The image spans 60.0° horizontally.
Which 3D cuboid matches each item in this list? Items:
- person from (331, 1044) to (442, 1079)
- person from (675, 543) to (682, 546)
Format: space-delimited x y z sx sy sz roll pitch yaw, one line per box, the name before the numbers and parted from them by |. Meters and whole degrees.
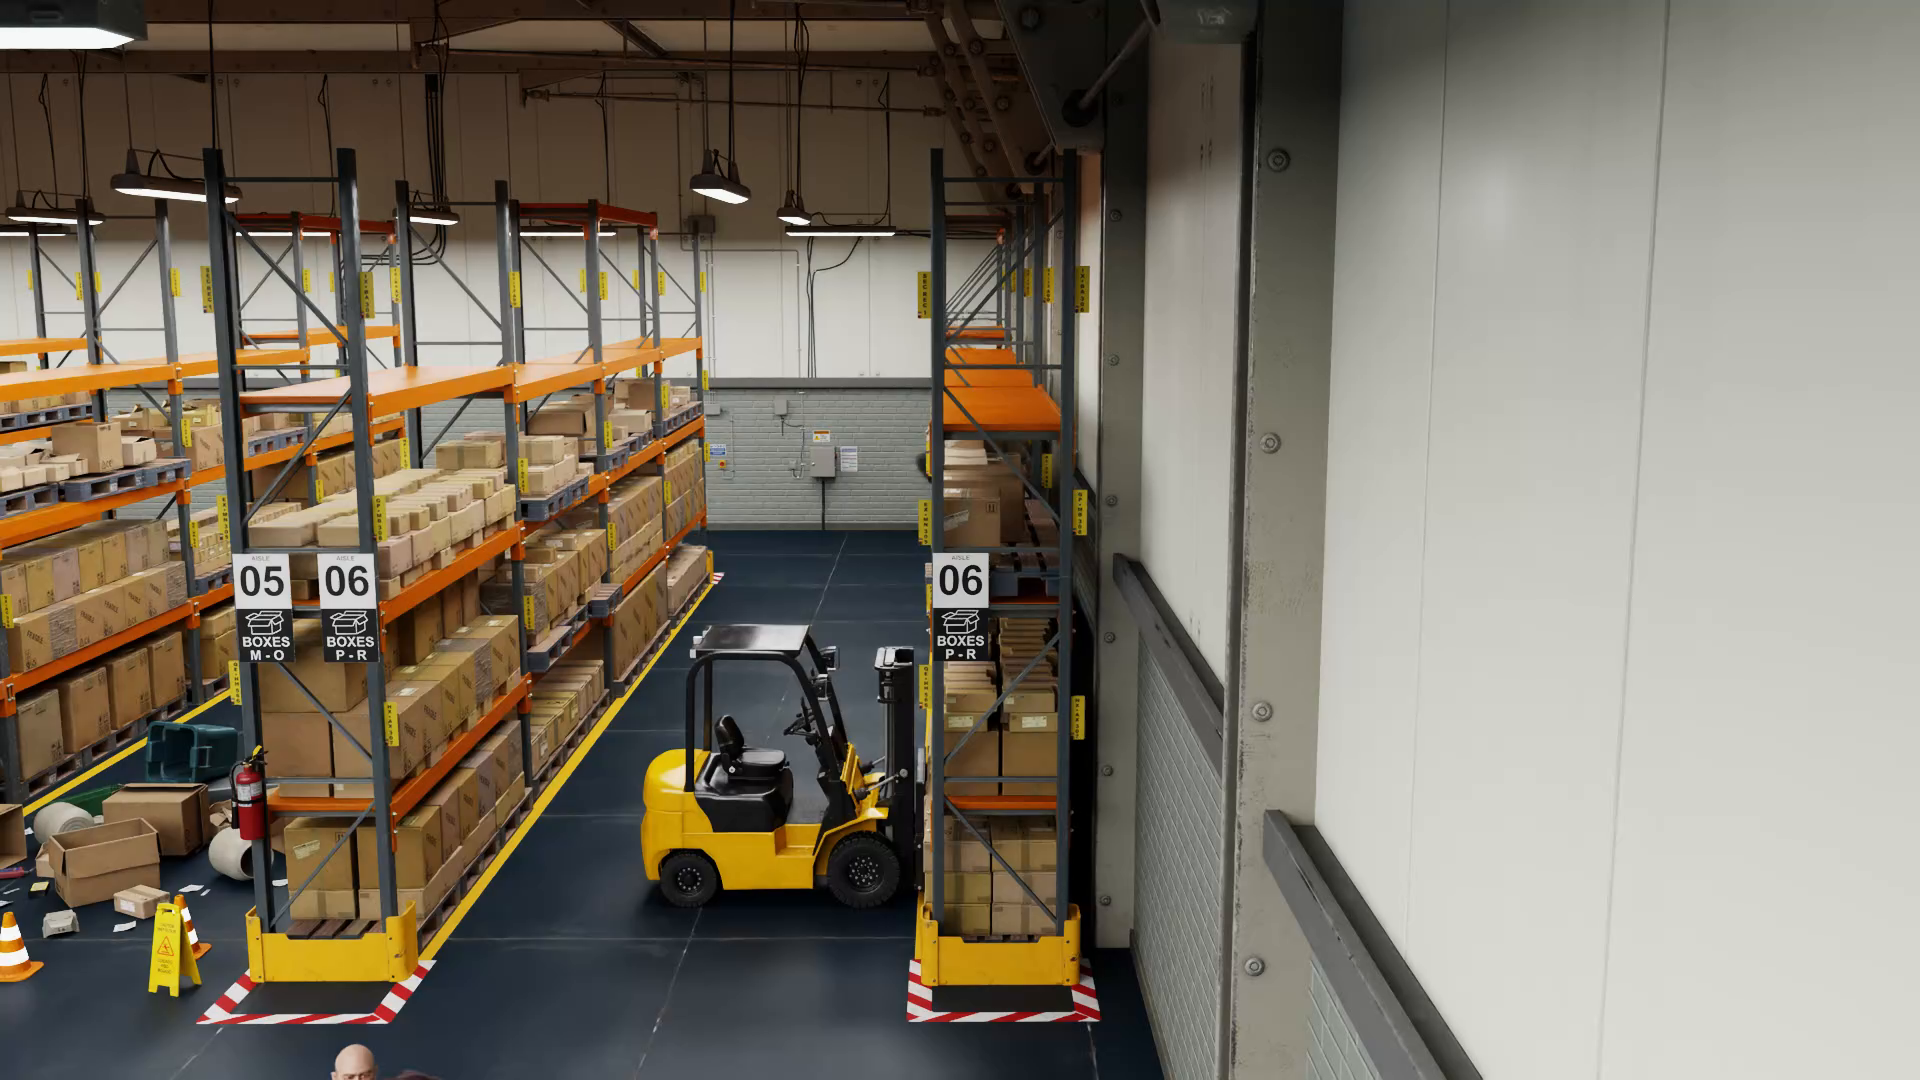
person | -2.665 3.109 7.608 0.762 1.729 0.792 -4 10 -23
person | -5.108 -0.323 29.423 0.536 1.616 0.573 -2 9 -13
